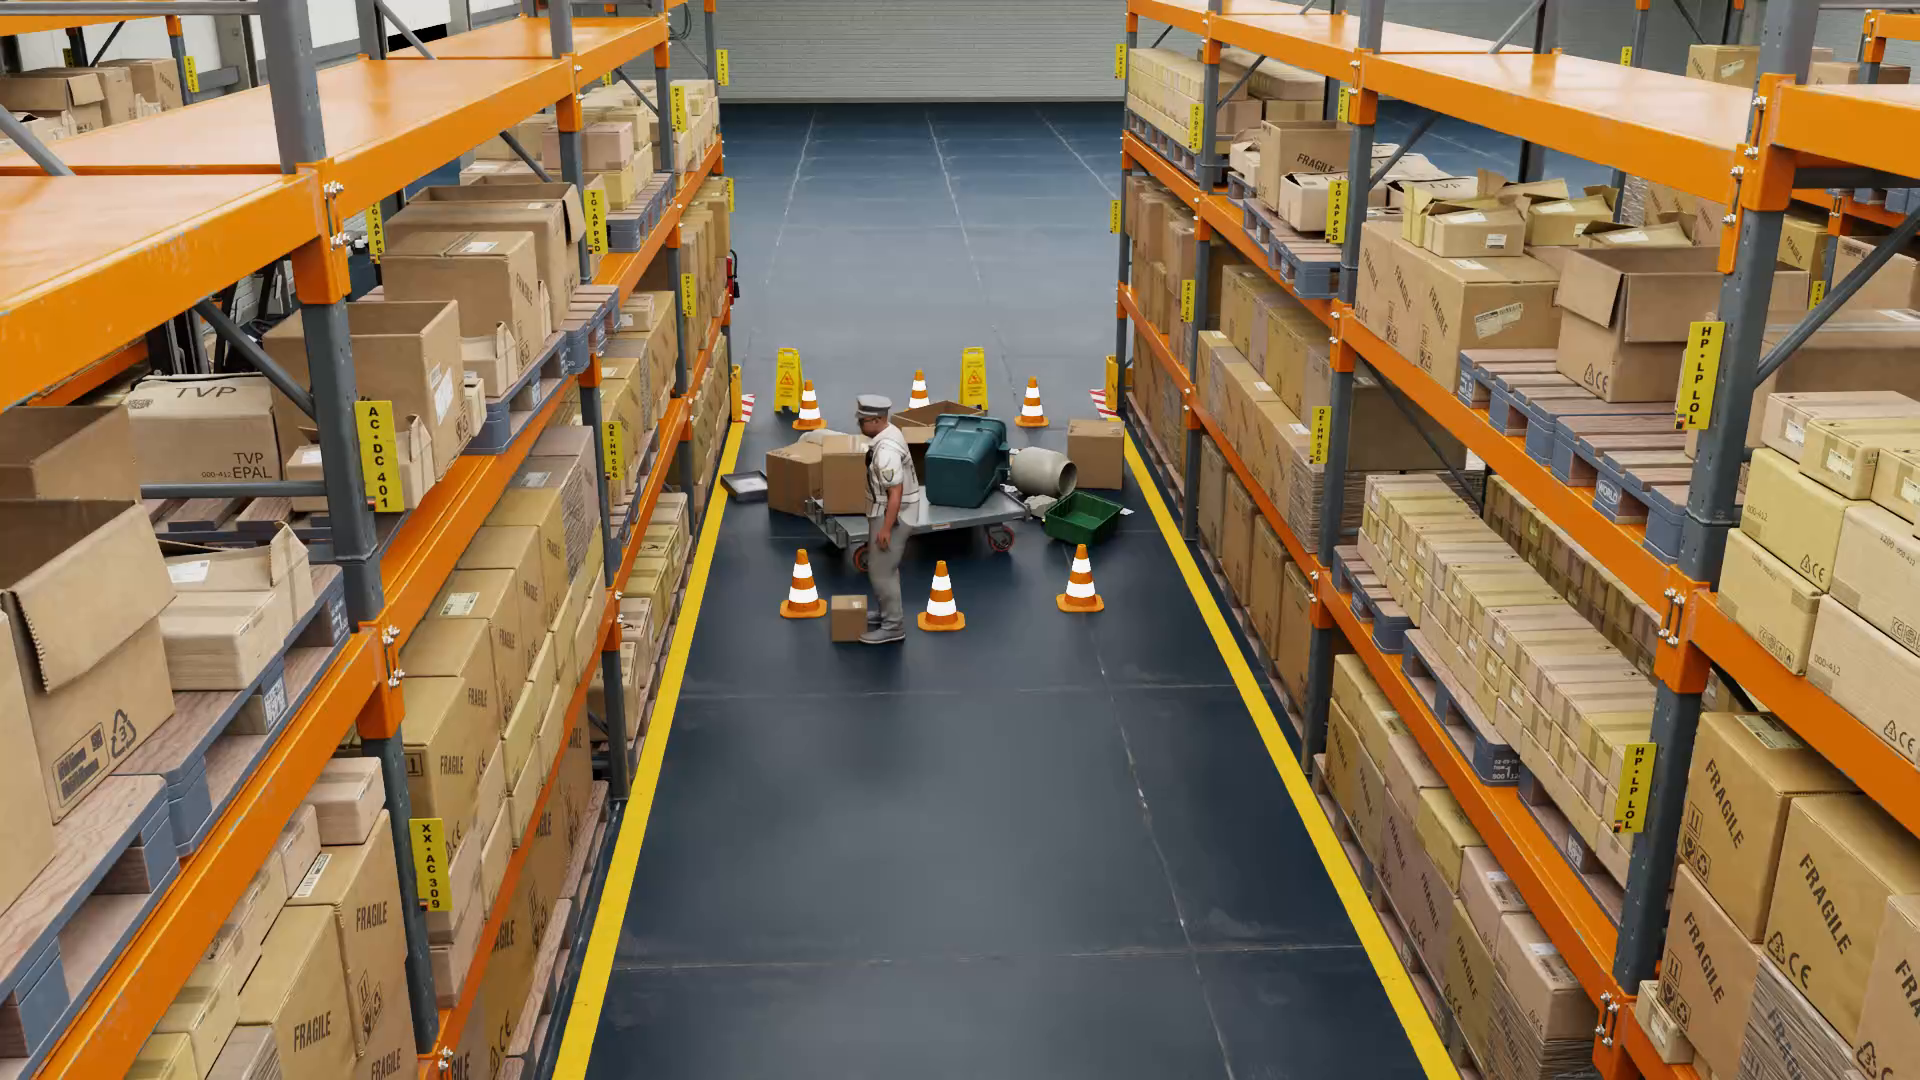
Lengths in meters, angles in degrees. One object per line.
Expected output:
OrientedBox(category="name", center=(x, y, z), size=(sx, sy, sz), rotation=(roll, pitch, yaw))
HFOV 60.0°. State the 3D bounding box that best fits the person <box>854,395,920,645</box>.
OrientedBox(category="person", center=(-0.506, -0.157, 11.492), size=(0.444, 1.747, 0.604), rotation=(-2, 20, -6))
